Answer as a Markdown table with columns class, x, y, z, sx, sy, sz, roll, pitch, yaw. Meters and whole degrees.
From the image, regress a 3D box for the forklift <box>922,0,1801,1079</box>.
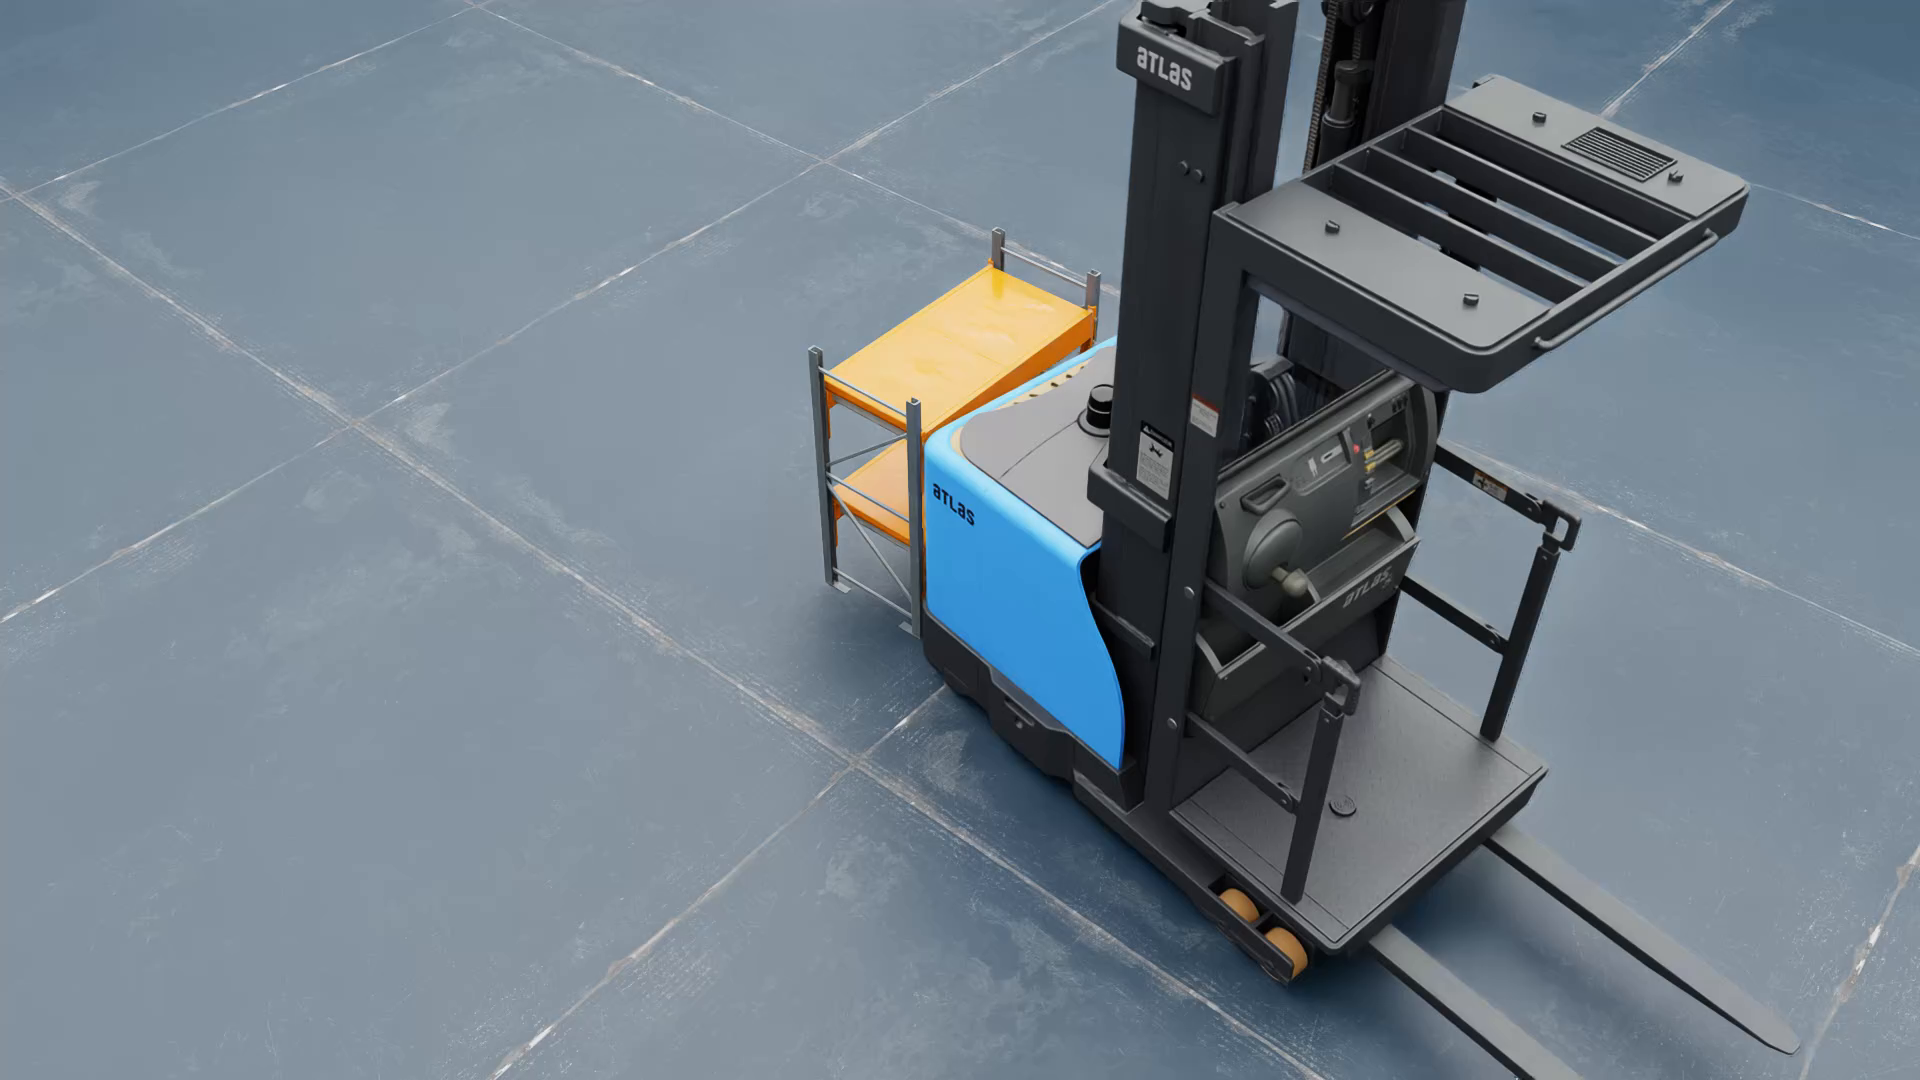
| class | x | y | z | sx | sy | sz | roll | pitch | yaw |
| --- | --- | --- | --- | --- | --- | --- | --- | --- | --- |
| forklift | 1.203 | -0.090 | 4.670 | 1.130 | 2.935 | 3.031 | -30 | 50 | -29 |

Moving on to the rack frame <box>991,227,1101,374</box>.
| class | x | y | z | sx | sy | sz | roll | pitch | yaw |
| --- | --- | --- | --- | --- | --- | --- | --- | --- | --- |
| rack frame | 0.323 | -0.674 | 6.656 | 0.500 | 1.125 | 0.032 | 29 | 50 | 28 |

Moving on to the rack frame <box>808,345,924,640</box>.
| class | x | y | z | sx | sy | sz | roll | pitch | yaw |
| --- | --- | --- | --- | --- | --- | --- | --- | --- | --- |
| rack frame | -0.331 | -0.151 | 6.080 | 0.500 | 1.125 | 0.032 | 29 | 50 | 28 |

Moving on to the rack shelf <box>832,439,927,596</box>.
| class | x | y | z | sx | sy | sz | roll | pitch | yaw |
| --- | --- | --- | --- | --- | --- | --- | --- | --- | --- |
| rack shelf | -0.004 | -0.232 | 6.532 | 0.538 | 0.278 | 1.000 | 29 | 50 | 28 |

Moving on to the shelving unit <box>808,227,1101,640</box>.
| class | x | y | z | sx | sy | sz | roll | pitch | yaw |
| --- | --- | --- | --- | --- | --- | --- | --- | --- | --- |
| shelving unit | -0.004 | -0.413 | 6.368 | 0.538 | 1.125 | 1.048 | 29 | 50 | 28 |

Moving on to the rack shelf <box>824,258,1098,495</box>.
| class | x | y | z | sx | sy | sz | roll | pitch | yaw |
| --- | --- | --- | --- | --- | --- | --- | --- | --- | --- |
| rack shelf | -0.004 | -0.629 | 6.171 | 0.538 | 0.278 | 1.000 | 29 | 50 | 28 |
